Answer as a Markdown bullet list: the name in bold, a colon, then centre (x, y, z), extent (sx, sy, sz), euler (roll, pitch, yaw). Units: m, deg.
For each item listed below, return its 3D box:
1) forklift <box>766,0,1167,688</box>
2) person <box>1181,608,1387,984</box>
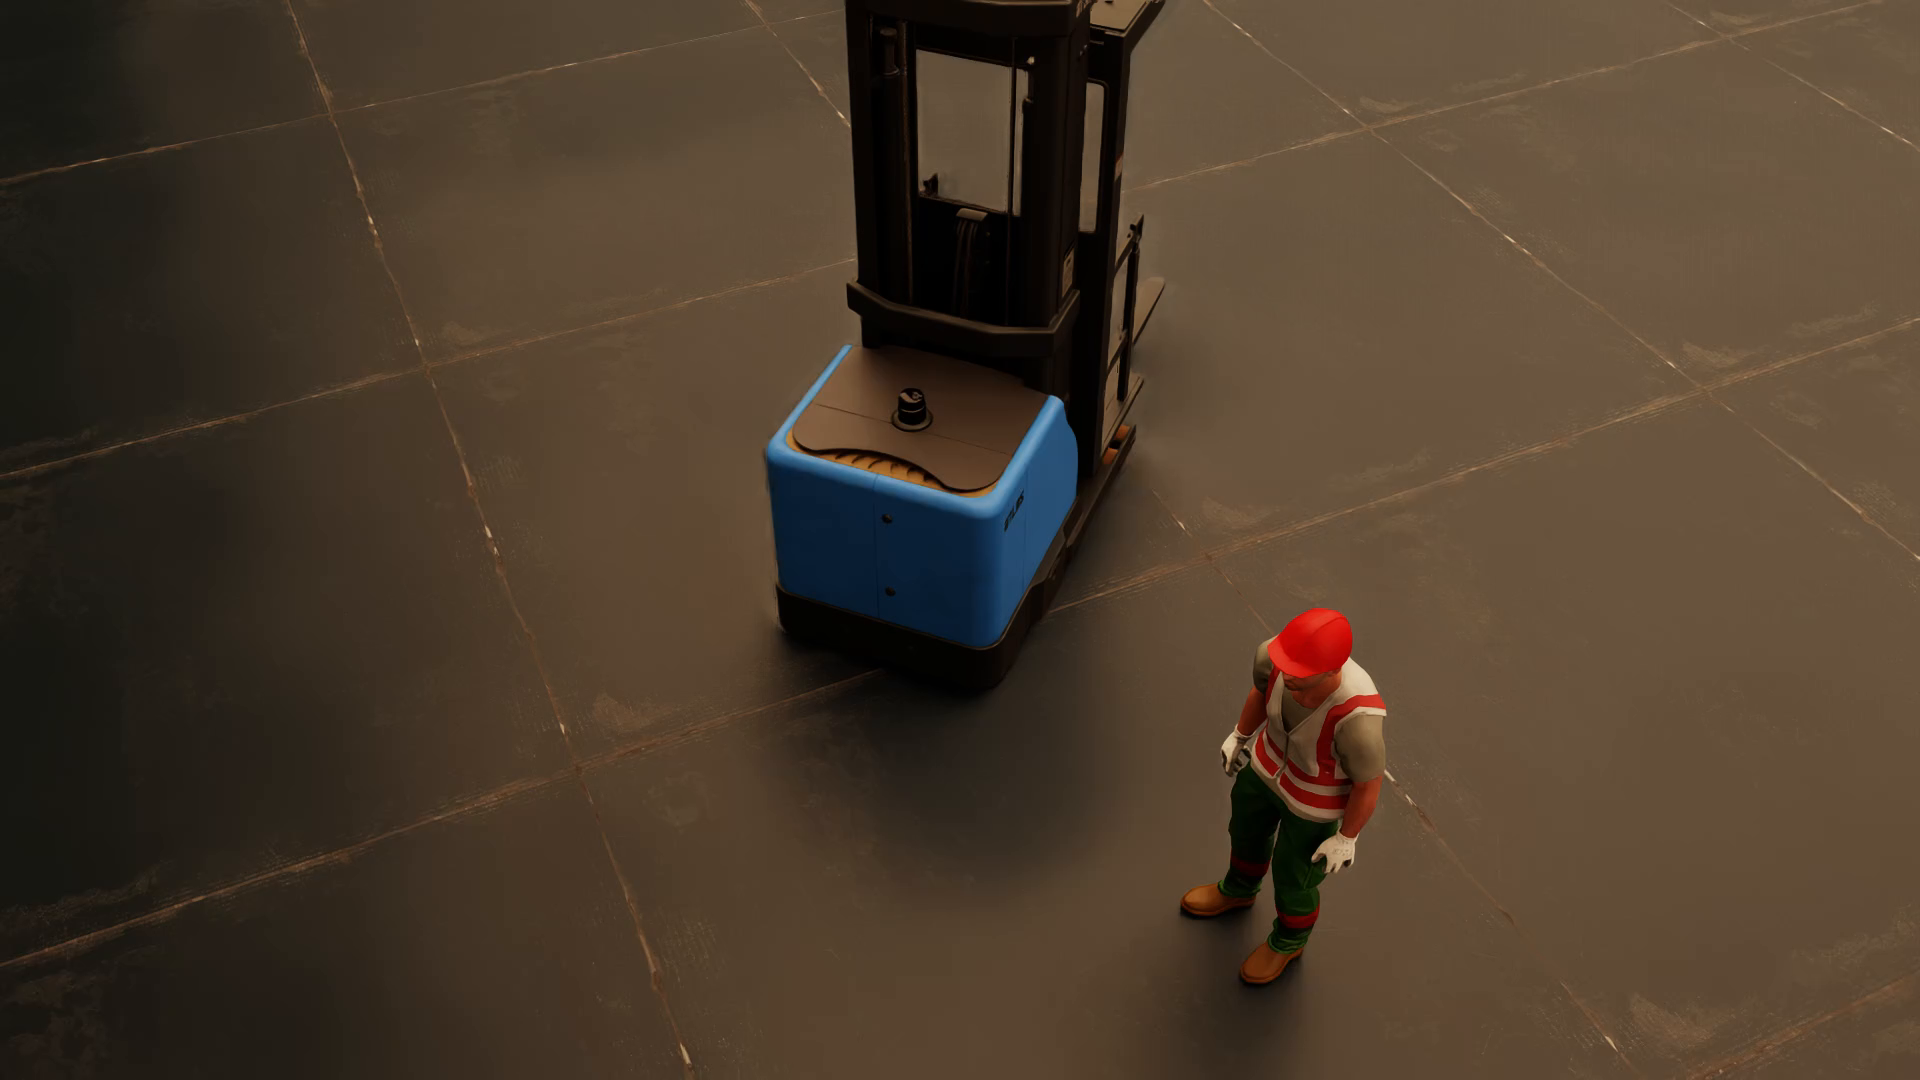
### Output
- **forklift**: centre (0.226, -1.459, 7.243), extent (1.130, 2.935, 3.031), euler (16, 45, 16)
- **person**: centre (1.120, 0.845, 5.622), extent (0.451, 1.779, 0.618), euler (-23, 48, -23)
